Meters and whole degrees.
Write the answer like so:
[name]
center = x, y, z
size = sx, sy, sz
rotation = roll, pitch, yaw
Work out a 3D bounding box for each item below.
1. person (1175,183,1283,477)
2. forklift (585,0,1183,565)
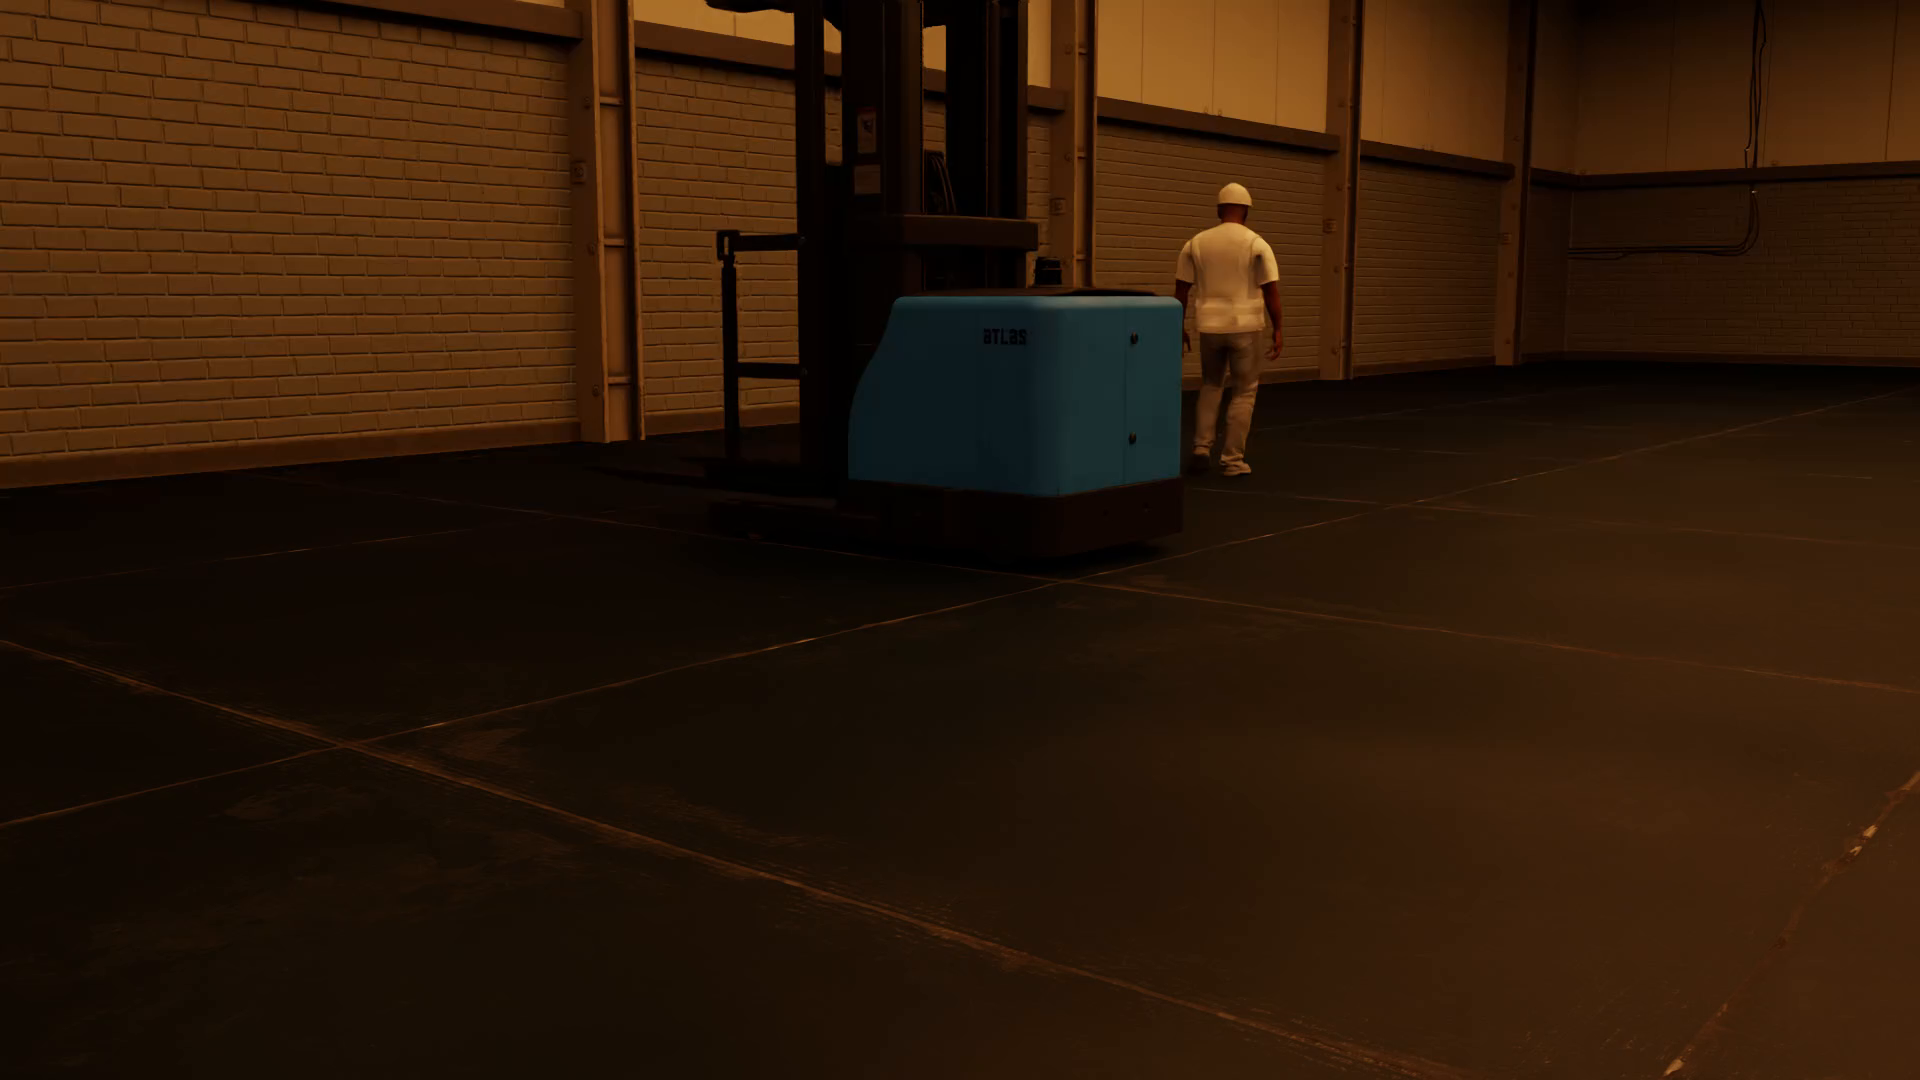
[person]
center = 1.647, -1.253, 10.093
size = 0.677, 1.786, 0.496
rotation = 5, 10, 31
[forklift]
center = -0.507, -1.500, 7.533
size = 3.031, 2.935, 1.130
rotation = 7, 11, 38
